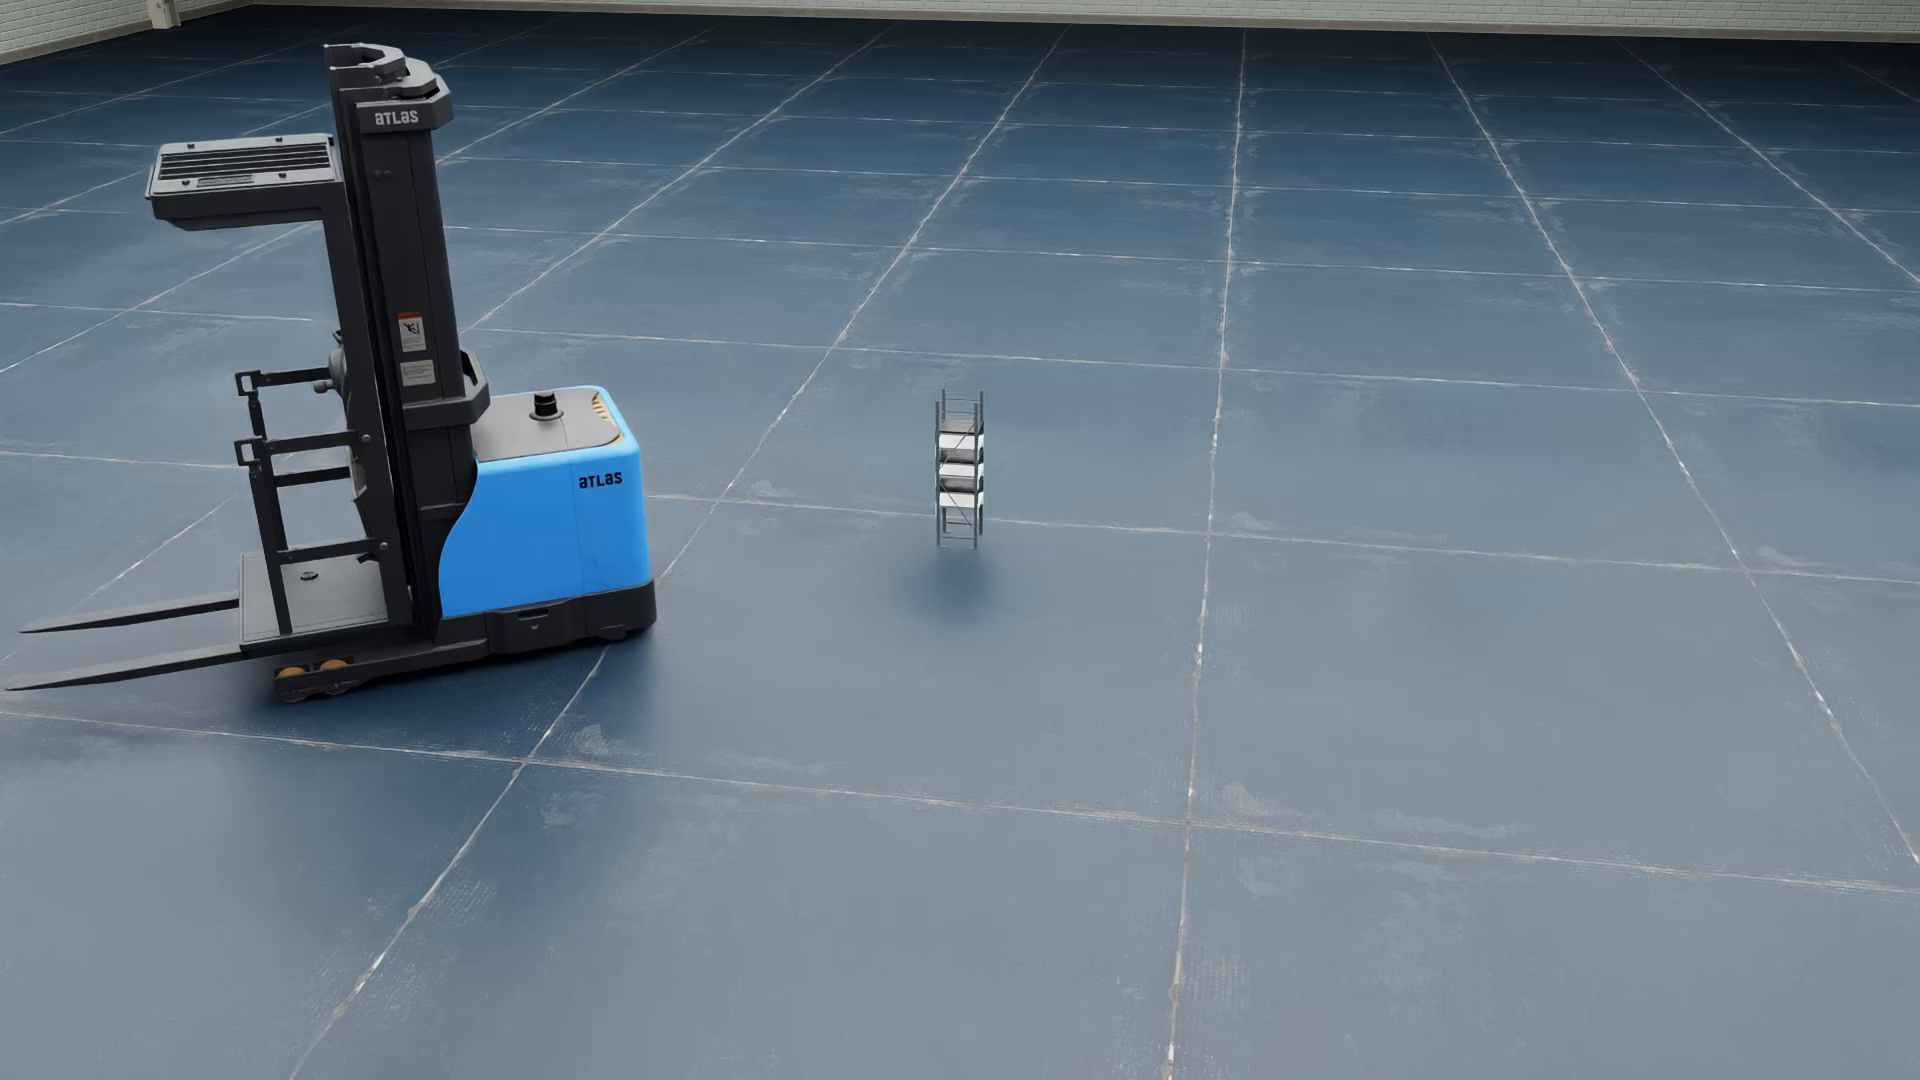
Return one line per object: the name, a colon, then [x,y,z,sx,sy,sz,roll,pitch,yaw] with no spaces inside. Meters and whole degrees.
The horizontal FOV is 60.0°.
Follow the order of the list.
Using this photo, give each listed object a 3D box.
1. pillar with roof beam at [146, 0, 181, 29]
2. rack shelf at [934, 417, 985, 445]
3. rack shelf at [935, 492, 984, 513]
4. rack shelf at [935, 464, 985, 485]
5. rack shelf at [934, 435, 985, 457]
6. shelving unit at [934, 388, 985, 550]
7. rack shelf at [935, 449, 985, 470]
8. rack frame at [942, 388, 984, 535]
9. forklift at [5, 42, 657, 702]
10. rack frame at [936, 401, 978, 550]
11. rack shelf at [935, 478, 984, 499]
pillar with roof beam: [-9.410,-12.608,26.071,9.100,9.000,0.400,4,25,9]
rack shelf: [-0.001,-0.619,9.452,0.258,0.077,0.200,4,25,9]
rack shelf: [-0.001,-0.211,9.642,0.258,0.077,0.200,4,25,9]
rack shelf: [-0.001,-0.374,9.566,0.258,0.077,0.200,4,25,9]
rack shelf: [-0.001,-0.537,9.490,0.258,0.077,0.200,4,25,9]
shelving unit: [-0.001,-0.404,9.552,0.258,0.900,0.210,4,25,9]
rack shelf: [-0.001,-0.455,9.528,0.258,0.077,0.200,4,25,9]
rack frame: [0.015,-0.447,9.643,0.240,0.900,0.006,4,25,9]
forklift: [-3.156,-0.794,7.990,3.031,2.935,1.130,-9,27,-19]
rack frame: [-0.018,-0.362,9.461,0.240,0.900,0.006,4,25,9]
rack shelf: [-0.001,-0.292,9.604,0.258,0.077,0.200,4,25,9]
